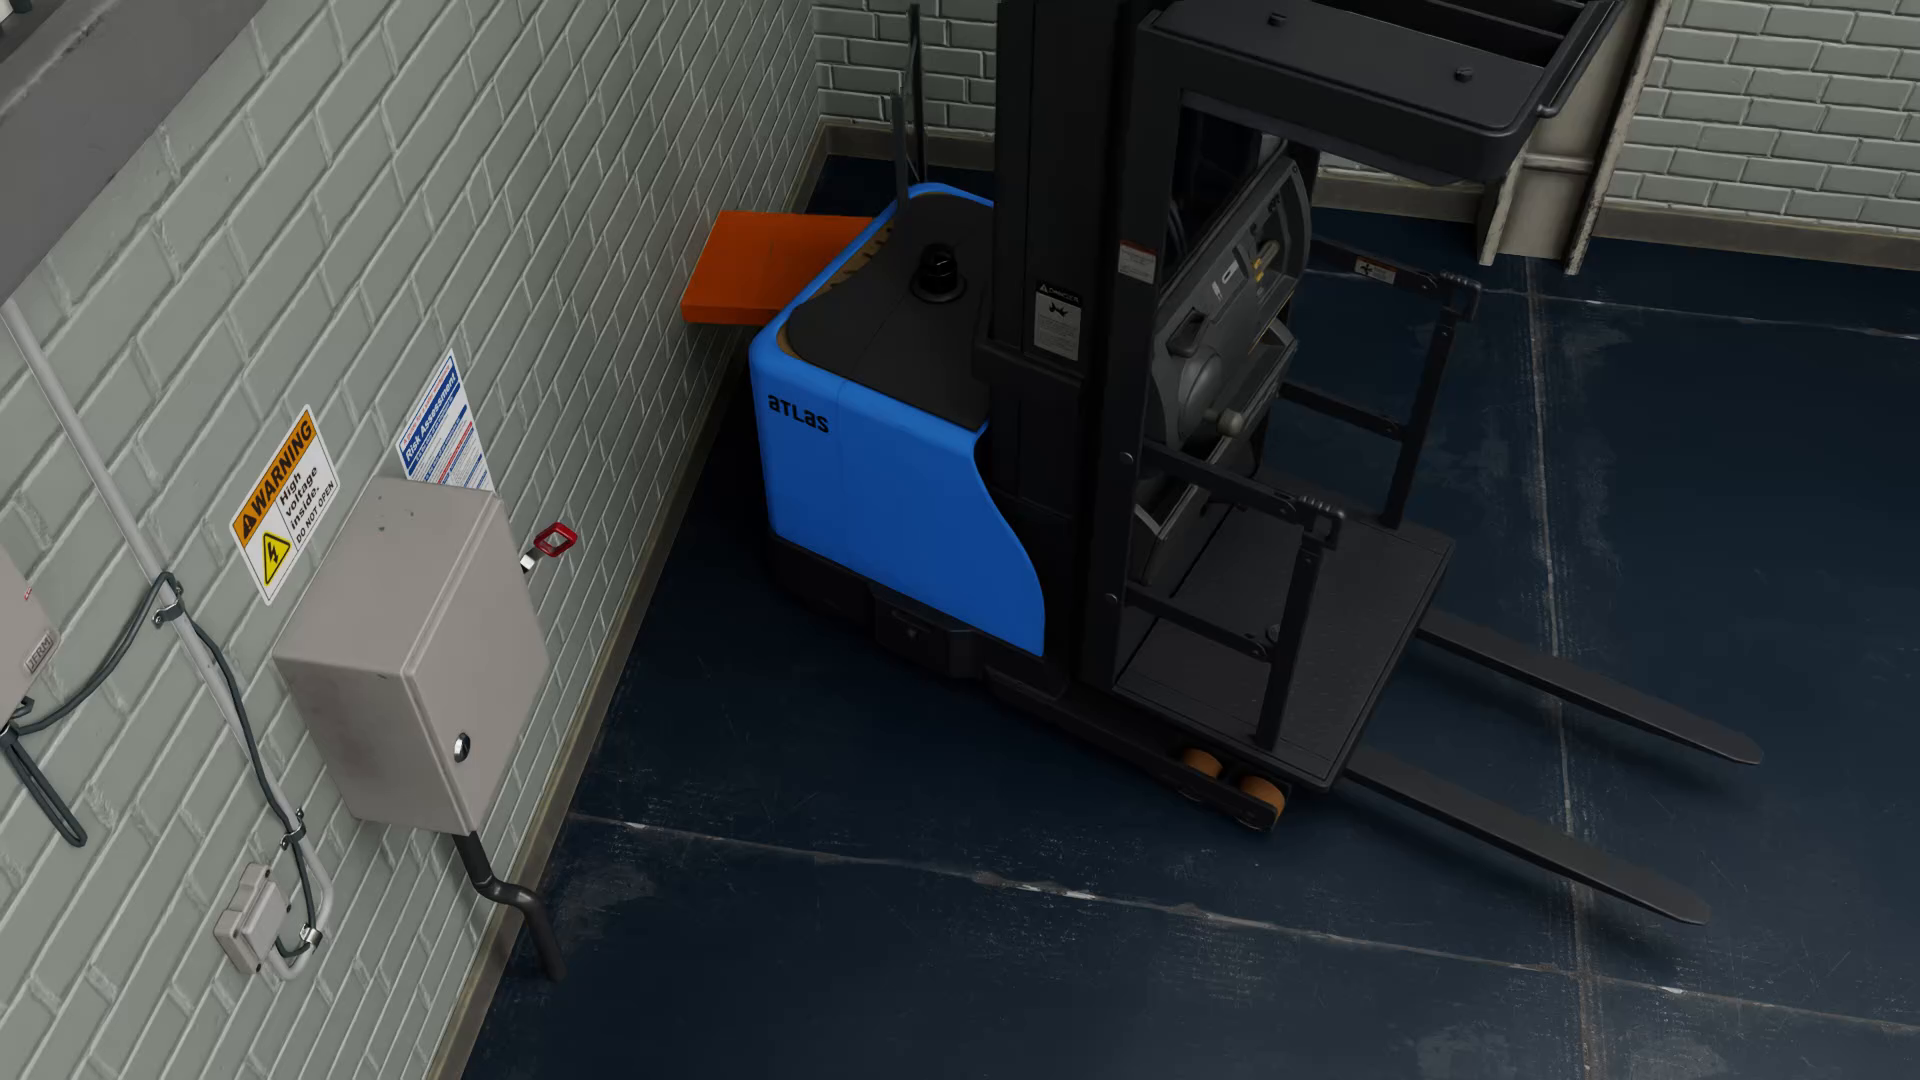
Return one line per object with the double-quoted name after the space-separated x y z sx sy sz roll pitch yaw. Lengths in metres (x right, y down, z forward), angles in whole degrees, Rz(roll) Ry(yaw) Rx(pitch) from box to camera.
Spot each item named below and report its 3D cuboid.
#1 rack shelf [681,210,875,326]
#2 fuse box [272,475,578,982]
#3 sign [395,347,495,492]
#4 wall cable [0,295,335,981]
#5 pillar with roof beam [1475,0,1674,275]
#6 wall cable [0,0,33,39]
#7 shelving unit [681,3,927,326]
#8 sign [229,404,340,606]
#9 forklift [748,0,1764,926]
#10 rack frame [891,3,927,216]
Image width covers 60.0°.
-0.653 -0.910 5.760 1.000 0.185 0.538 3 50 4 "rack shelf"
-1.096 0.624 4.039 0.414 1.711 0.539 8 49 7 "fuse box"
-1.212 -0.164 3.945 0.001 0.494 0.329 8 49 7 "sign"
-1.373 0.332 2.752 0.122 1.984 0.588 8 49 7 "wall cable"
1.560 -1.064 0.656 0.400 9.000 9.100 8 49 7 "pillar with roof beam"
-1.039 -2.708 2.108 0.133 3.039 2.988 8 49 7 "wall cable"
-0.665 -1.027 5.623 1.083 1.500 0.587 3 50 4 "shelving unit"
-1.310 -0.070 3.241 0.001 0.242 0.339 8 49 7 "sign"
0.895 -0.573 4.294 3.031 2.935 1.130 24 52 20 "forklift"
-0.150 -0.996 5.586 0.032 1.500 0.500 3 50 4 "rack frame"
